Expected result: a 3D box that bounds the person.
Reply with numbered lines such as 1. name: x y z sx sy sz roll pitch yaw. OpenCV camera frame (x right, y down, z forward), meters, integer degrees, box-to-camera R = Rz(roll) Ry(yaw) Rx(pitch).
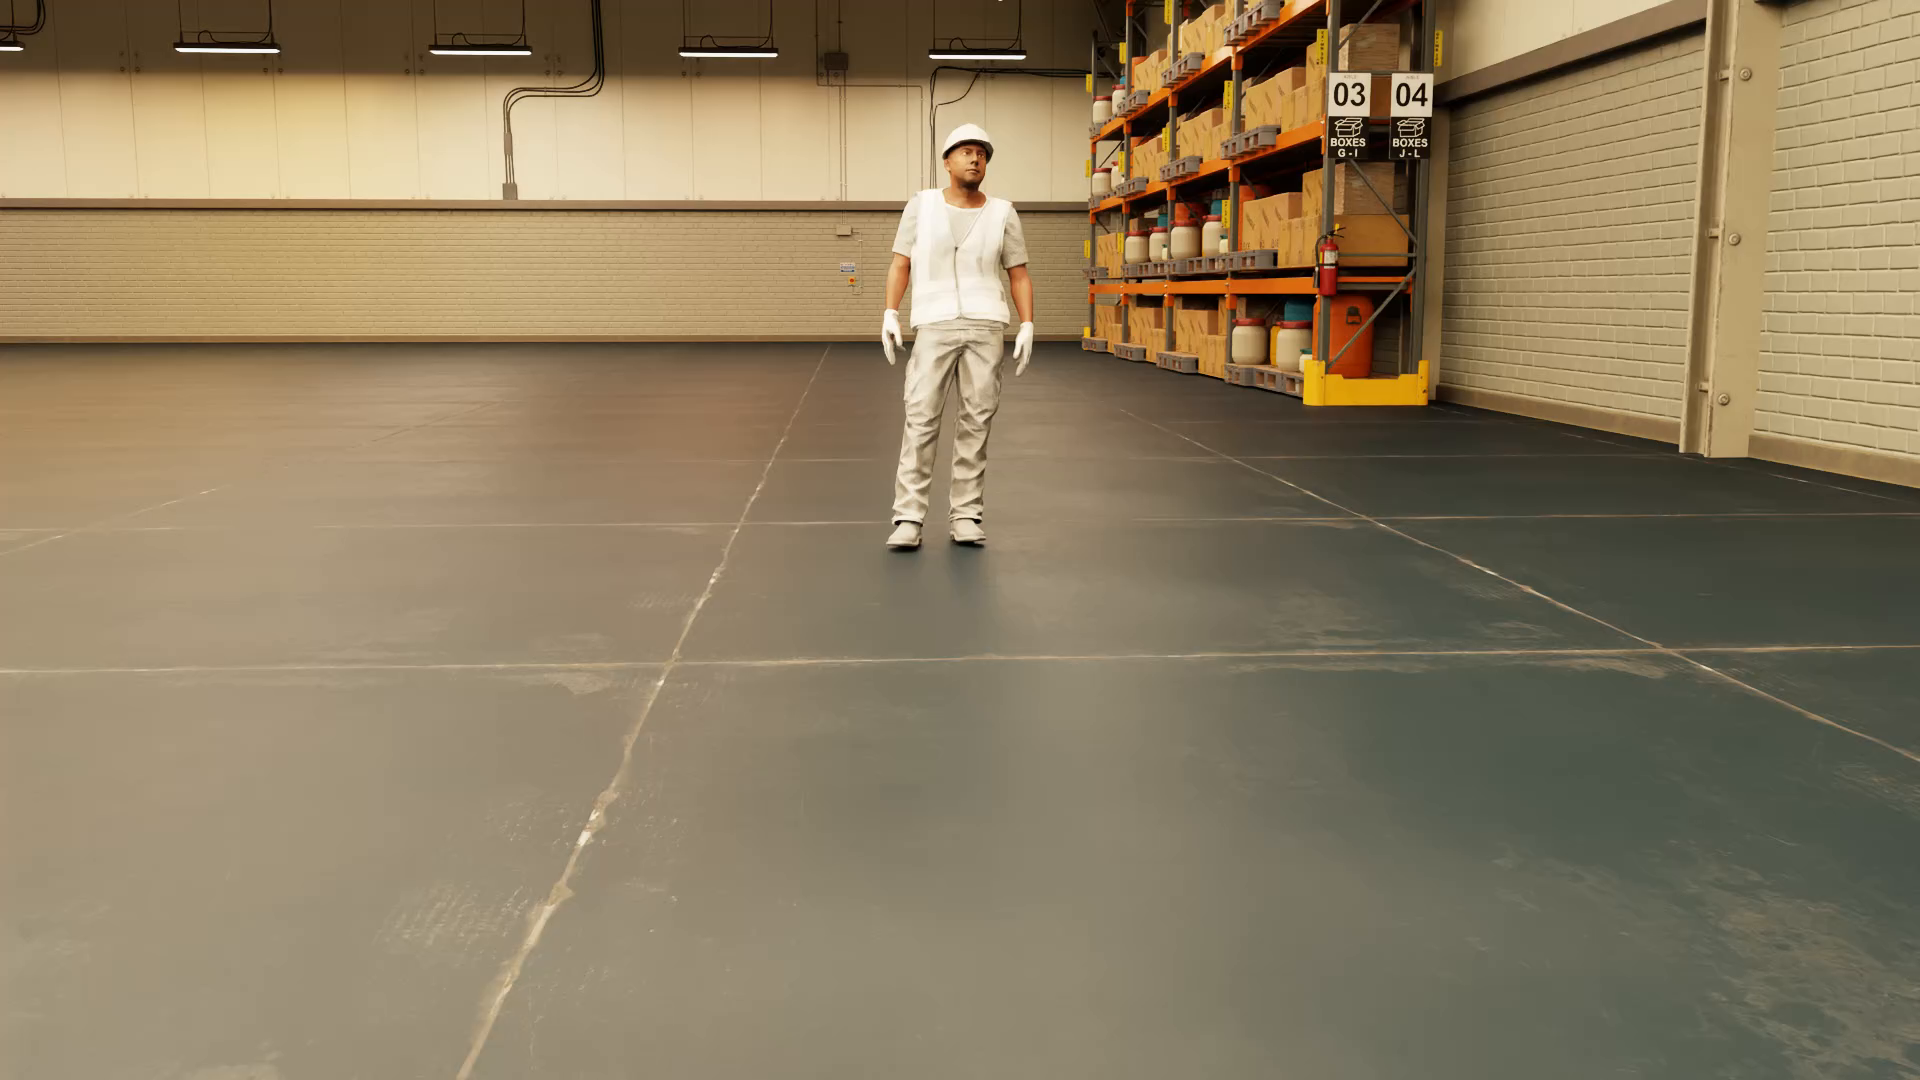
1. person: -0.005 -0.879 7.107 0.656 1.782 0.577 -1 8 -4
